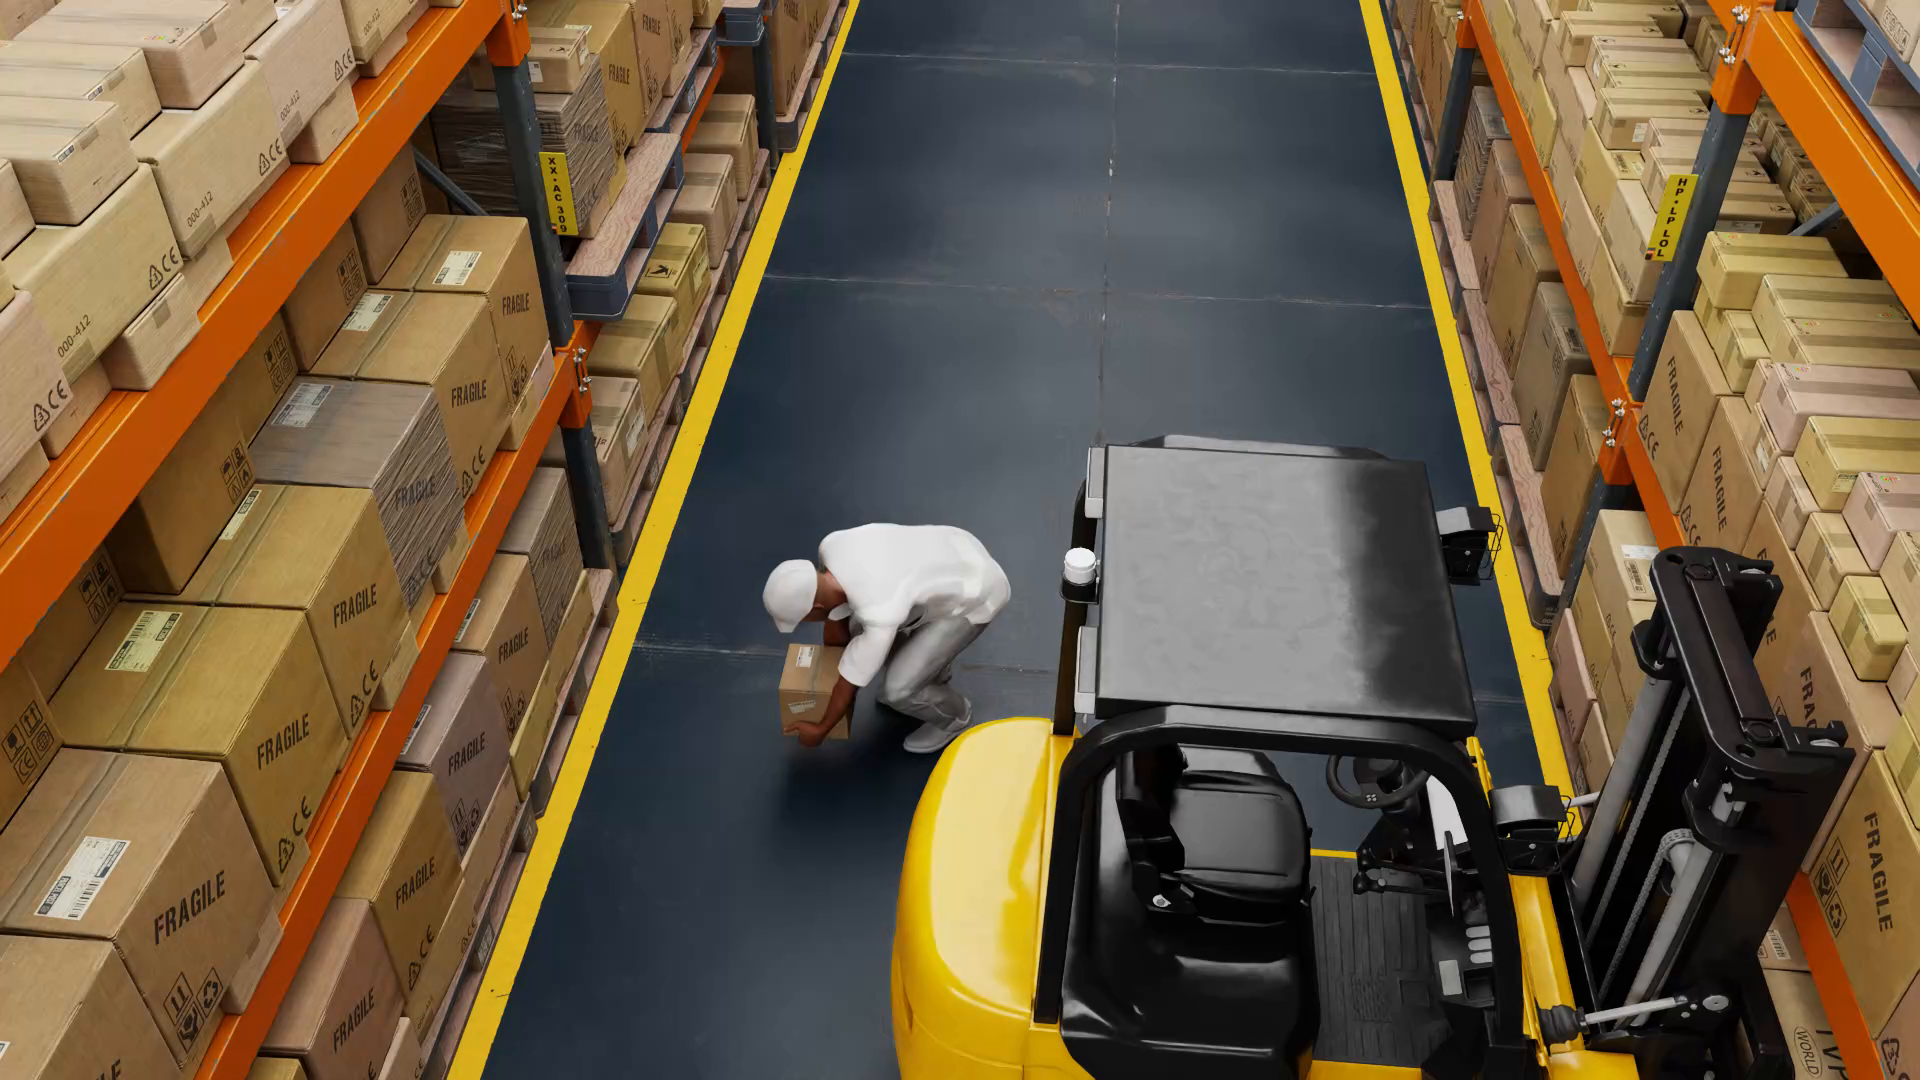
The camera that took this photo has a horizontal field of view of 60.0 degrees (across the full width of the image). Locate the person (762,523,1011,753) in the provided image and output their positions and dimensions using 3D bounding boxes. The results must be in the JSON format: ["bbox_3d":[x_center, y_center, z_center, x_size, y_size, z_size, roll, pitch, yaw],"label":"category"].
[{"bbox_3d":[-0.271,0.370,6.288,0.947,1.009,0.526,-17,43,-20],"label":"person"}]
